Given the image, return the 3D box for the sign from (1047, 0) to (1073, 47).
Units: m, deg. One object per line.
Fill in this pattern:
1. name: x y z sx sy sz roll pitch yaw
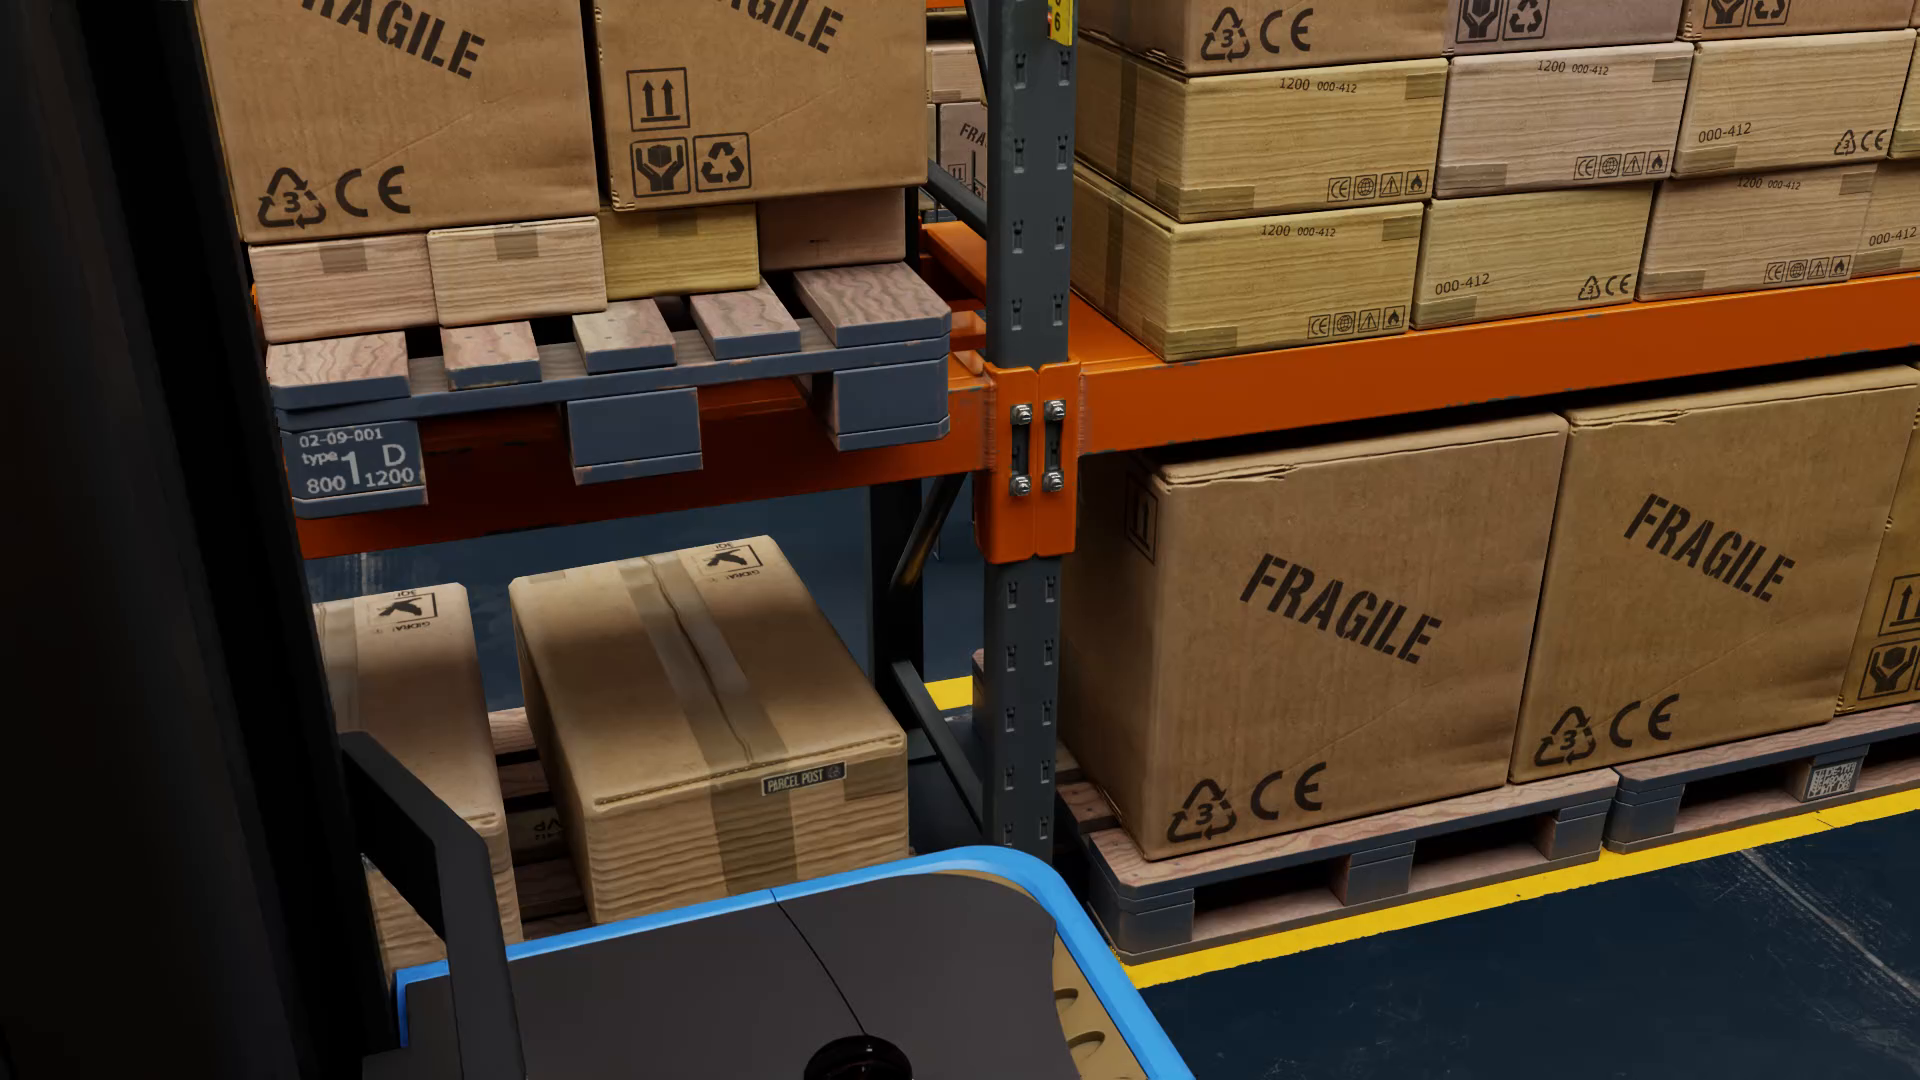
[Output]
1. sign: 0.154 -0.925 2.527 0.005 0.325 0.100 -8 28 -16

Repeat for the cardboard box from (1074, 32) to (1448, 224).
1. cardboard box: 0.535 -0.792 3.079 0.500 0.250 0.500 -8 28 -16

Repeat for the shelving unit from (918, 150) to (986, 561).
1. shelving unit: -0.014 -0.535 4.979 0.189 1.200 0.258 -8 28 -16

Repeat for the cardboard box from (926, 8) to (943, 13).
1. cardboard box: -0.740 -4.427 12.712 0.875 0.875 1.225 -9 28 -18

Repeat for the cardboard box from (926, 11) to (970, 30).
1. cardboard box: -0.118 -2.496 8.400 0.500 0.250 0.500 -8 27 -15

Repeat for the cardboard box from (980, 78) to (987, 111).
1. cardboard box: 0.359 -1.001 3.500 0.500 0.250 0.500 -8 28 -16

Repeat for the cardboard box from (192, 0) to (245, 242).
1. cardboard box: -1.337 -0.710 2.388 0.500 0.500 0.500 -10 28 -20

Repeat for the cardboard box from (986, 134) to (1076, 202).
1. cardboard box: 0.377 -0.782 3.621 0.500 0.250 0.500 -9 28 -18

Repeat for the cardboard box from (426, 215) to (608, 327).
1. cardboard box: -0.720 -0.480 2.654 0.250 0.149 0.380 -8 28 -17

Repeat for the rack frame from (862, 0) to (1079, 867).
1. rack frame: -0.023 -0.670 3.227 0.127 3.000 1.000 -8 28 -16

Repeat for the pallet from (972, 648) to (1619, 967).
1. pallet: 0.750 0.502 4.001 1.213 0.211 1.003 -8 28 -16

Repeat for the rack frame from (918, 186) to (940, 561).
1. rack frame: -0.101 -0.523 4.954 0.006 1.200 0.240 -8 28 -16

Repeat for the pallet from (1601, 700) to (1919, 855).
1. pallet: 1.908 0.336 4.336 1.213 0.211 1.003 -8 28 -16

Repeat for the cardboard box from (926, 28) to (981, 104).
1. cardboard box: 0.035 -2.279 7.962 0.500 0.250 0.500 -8 28 -16

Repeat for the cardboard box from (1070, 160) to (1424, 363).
1. cardboard box: 0.520 -0.564 3.181 0.500 0.250 0.500 -9 28 -17

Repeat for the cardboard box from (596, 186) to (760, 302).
1. cardboard box: -0.494 -0.534 2.762 0.250 0.149 0.380 -8 27 -15

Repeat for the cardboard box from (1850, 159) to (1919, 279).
1. cardboard box: 1.972 -0.781 3.619 0.500 0.250 0.500 -8 28 -16

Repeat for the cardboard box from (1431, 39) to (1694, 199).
1. cardboard box: 1.027 -0.863 3.221 0.500 0.250 0.500 -8 27 -15

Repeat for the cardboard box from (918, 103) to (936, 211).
1. cardboard box: -0.423 -1.878 7.998 0.500 0.500 0.500 -8 27 -15

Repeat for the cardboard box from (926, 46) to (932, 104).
1. cardboard box: -0.439 -2.216 7.836 0.500 0.250 0.500 -9 28 -17

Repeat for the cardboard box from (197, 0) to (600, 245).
1. cardboard box: -0.857 -0.780 2.529 0.500 0.500 0.500 -9 28 -17

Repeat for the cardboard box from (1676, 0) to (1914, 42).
1. cardboard box: 1.487 -1.264 3.187 0.500 0.500 0.500 -7 27 -15

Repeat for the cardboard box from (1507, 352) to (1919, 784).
1. cardboard box: 1.509 -0.088 3.970 0.875 0.875 0.875 -8 27 -15

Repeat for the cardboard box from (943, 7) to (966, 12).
1. cardboard box: 0.109 -4.551 12.961 0.875 0.875 1.225 -8 28 -16

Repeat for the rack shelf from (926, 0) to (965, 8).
1. rack shelf: 0.250 -2.702 8.129 4.000 0.370 1.077 -8 28 -16

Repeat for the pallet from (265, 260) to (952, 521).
1. pallet: -0.668 -0.441 2.981 1.003 0.211 1.213 -8 28 -16

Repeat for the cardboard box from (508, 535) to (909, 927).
1. cardboard box: -0.563 0.392 3.569 0.625 0.372 0.950 -10 28 -20

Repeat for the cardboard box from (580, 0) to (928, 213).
1. cardboard box: -0.369 -0.856 2.682 0.500 0.500 0.500 -9 28 -18

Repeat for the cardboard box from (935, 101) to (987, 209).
1. cardboard box: 0.063 -1.951 8.144 0.500 0.500 0.500 -9 28 -17

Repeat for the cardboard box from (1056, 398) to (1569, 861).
1. cardboard box: 0.659 0.033 3.726 0.875 0.875 0.875 -8 28 -17

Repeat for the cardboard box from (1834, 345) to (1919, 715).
1. cardboard box: 2.359 -0.211 4.218 0.875 0.875 0.875 -7 27 -15

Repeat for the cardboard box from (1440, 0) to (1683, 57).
1. cardboard box: 0.990 -1.200 3.056 0.500 0.500 0.500 -8 28 -16

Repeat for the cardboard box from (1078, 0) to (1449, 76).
1. cardboard box: 0.522 -1.127 2.911 0.500 0.500 0.500 -9 28 -18

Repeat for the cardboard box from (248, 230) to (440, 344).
1. cardboard box: -0.962 -0.449 2.591 0.250 0.149 0.380 -10 28 -19

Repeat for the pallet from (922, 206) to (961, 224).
1. pallet: 0.249 -1.774 8.585 1.213 0.211 1.003 -8 28 -16

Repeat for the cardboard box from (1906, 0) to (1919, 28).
1. cardboard box: 1.968 -1.332 3.324 0.500 0.500 0.500 -8 27 -15

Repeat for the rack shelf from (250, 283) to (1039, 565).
1. rack shelf: -1.925 -0.073 2.832 4.000 0.370 1.077 -8 28 -16

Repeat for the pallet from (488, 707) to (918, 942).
1. pallet: -0.767 0.686 3.631 1.213 0.211 1.003 -8 28 -16

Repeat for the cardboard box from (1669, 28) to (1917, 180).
1. cardboard box: 1.505 -0.926 3.349 0.500 0.250 0.500 -8 28 -16

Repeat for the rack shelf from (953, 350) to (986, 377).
1. rack shelf: -0.014 -0.496 4.999 0.180 0.103 0.258 -8 28 -16

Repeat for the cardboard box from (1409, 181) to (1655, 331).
1. cardboard box: 1.003 -0.642 3.339 0.500 0.250 0.500 -9 28 -18

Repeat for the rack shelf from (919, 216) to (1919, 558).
1. rack shelf: 1.879 -0.623 3.941 4.000 0.370 1.077 -8 28 -16

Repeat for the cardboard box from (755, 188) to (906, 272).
1. cardboard box: -0.262 -0.601 2.898 0.250 0.149 0.380 -7 27 -14

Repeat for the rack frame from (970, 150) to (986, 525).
1. rack frame: 0.073 -0.548 5.005 0.006 1.200 0.240 -8 28 -16

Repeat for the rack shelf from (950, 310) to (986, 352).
1. rack shelf: -0.014 -0.603 4.946 0.180 0.103 0.258 -8 28 -16

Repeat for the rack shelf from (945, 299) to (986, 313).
1. rack shelf: -0.014 -0.711 4.892 0.180 0.103 0.258 -8 28 -16

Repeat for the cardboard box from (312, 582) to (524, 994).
1. cardboard box: -1.263 0.497 3.358 0.625 0.372 0.950 -9 28 -17

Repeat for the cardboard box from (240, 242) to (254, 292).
1. cardboard box: -1.219 -0.405 2.502 0.250 0.149 0.380 -8 27 -15

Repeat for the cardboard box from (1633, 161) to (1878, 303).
1. cardboard box: 1.504 -0.712 3.479 0.500 0.250 0.500 -7 27 -14

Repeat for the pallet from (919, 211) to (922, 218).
1. pallet: -0.909 -1.607 8.250 1.213 0.211 1.003 -8 28 -16

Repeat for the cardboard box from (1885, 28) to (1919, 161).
1. cardboard box: 1.991 -0.991 3.479 0.500 0.250 0.500 -8 27 -15
